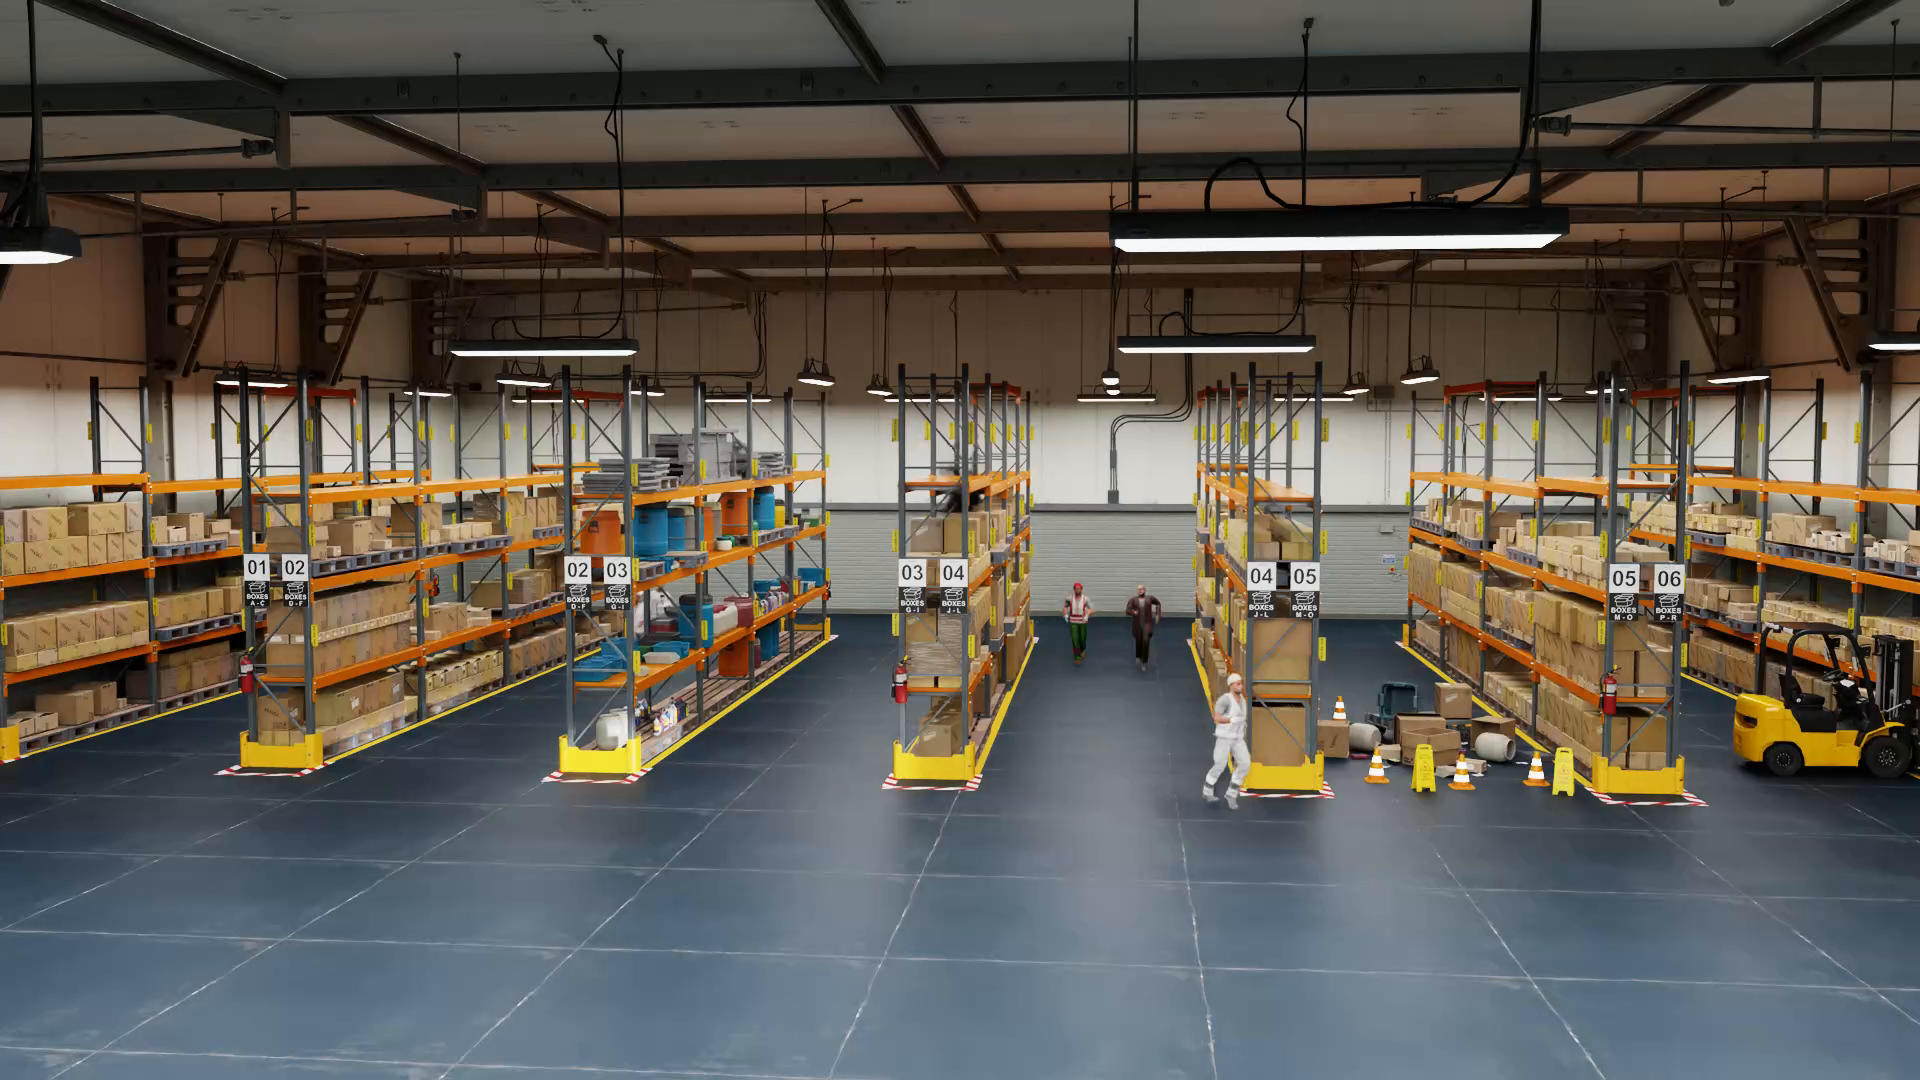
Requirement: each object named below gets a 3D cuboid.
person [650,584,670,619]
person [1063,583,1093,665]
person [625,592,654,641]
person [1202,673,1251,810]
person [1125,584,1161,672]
[{"bbox_3d":[-6.894,1.726,37.999,0.575,1.717,0.787,0,4,-4],"label":"person"},{"bbox_3d":[2.555,1.803,36.141,0.667,1.767,0.740,0,4,7],"label":"person"},{"bbox_3d":[-6.633,1.920,34.426,0.675,1.825,0.774,1,4,9],"label":"person"},{"bbox_3d":[3.646,2.697,22.264,0.652,1.828,0.724,-2,4,-34],"label":"person"},{"bbox_3d":[3.898,1.892,35.345,0.731,1.757,0.987,1,4,14],"label":"person"}]
